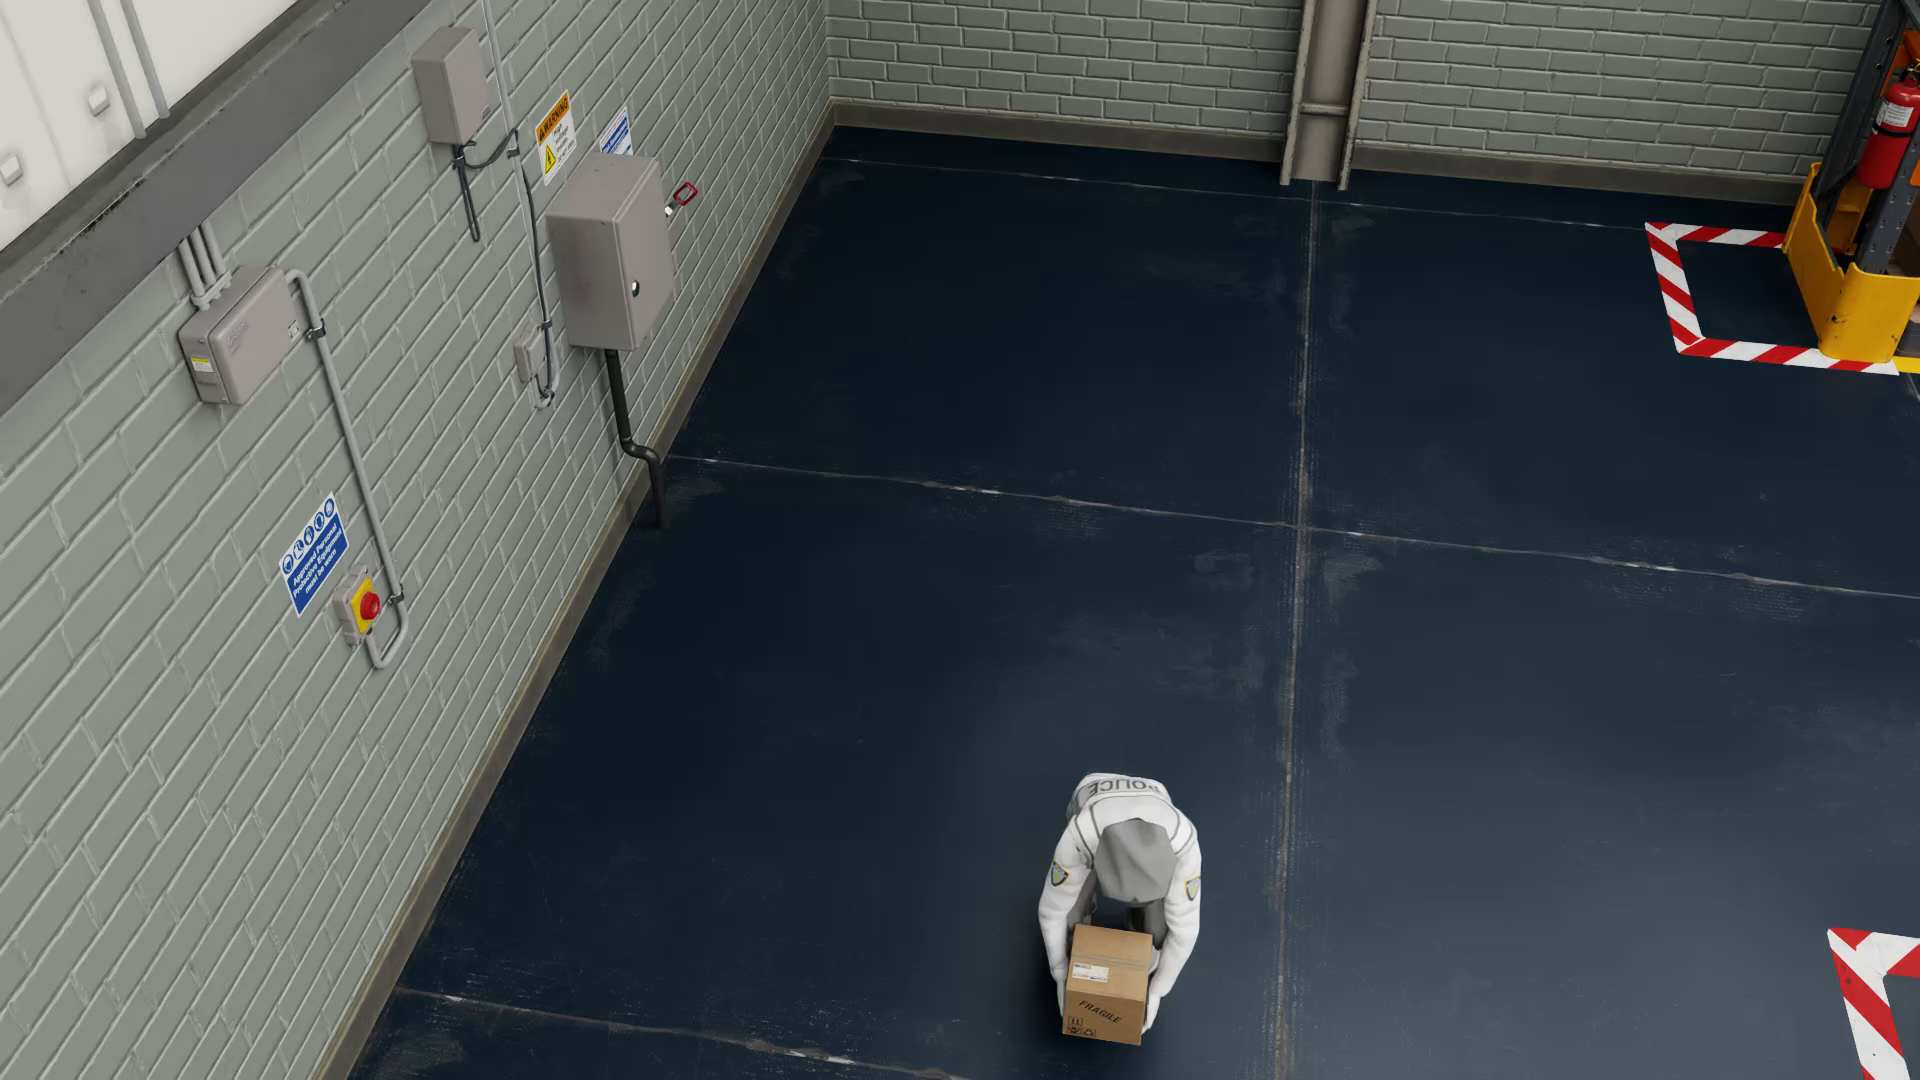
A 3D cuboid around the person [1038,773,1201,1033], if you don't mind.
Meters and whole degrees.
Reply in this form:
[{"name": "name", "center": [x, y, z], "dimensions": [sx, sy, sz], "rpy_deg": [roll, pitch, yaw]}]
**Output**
[{"name": "person", "center": [0.537, 1.101, 5.453], "dimensions": [0.519, 0.928, 0.814], "rpy_deg": [7, 41, 8]}]
